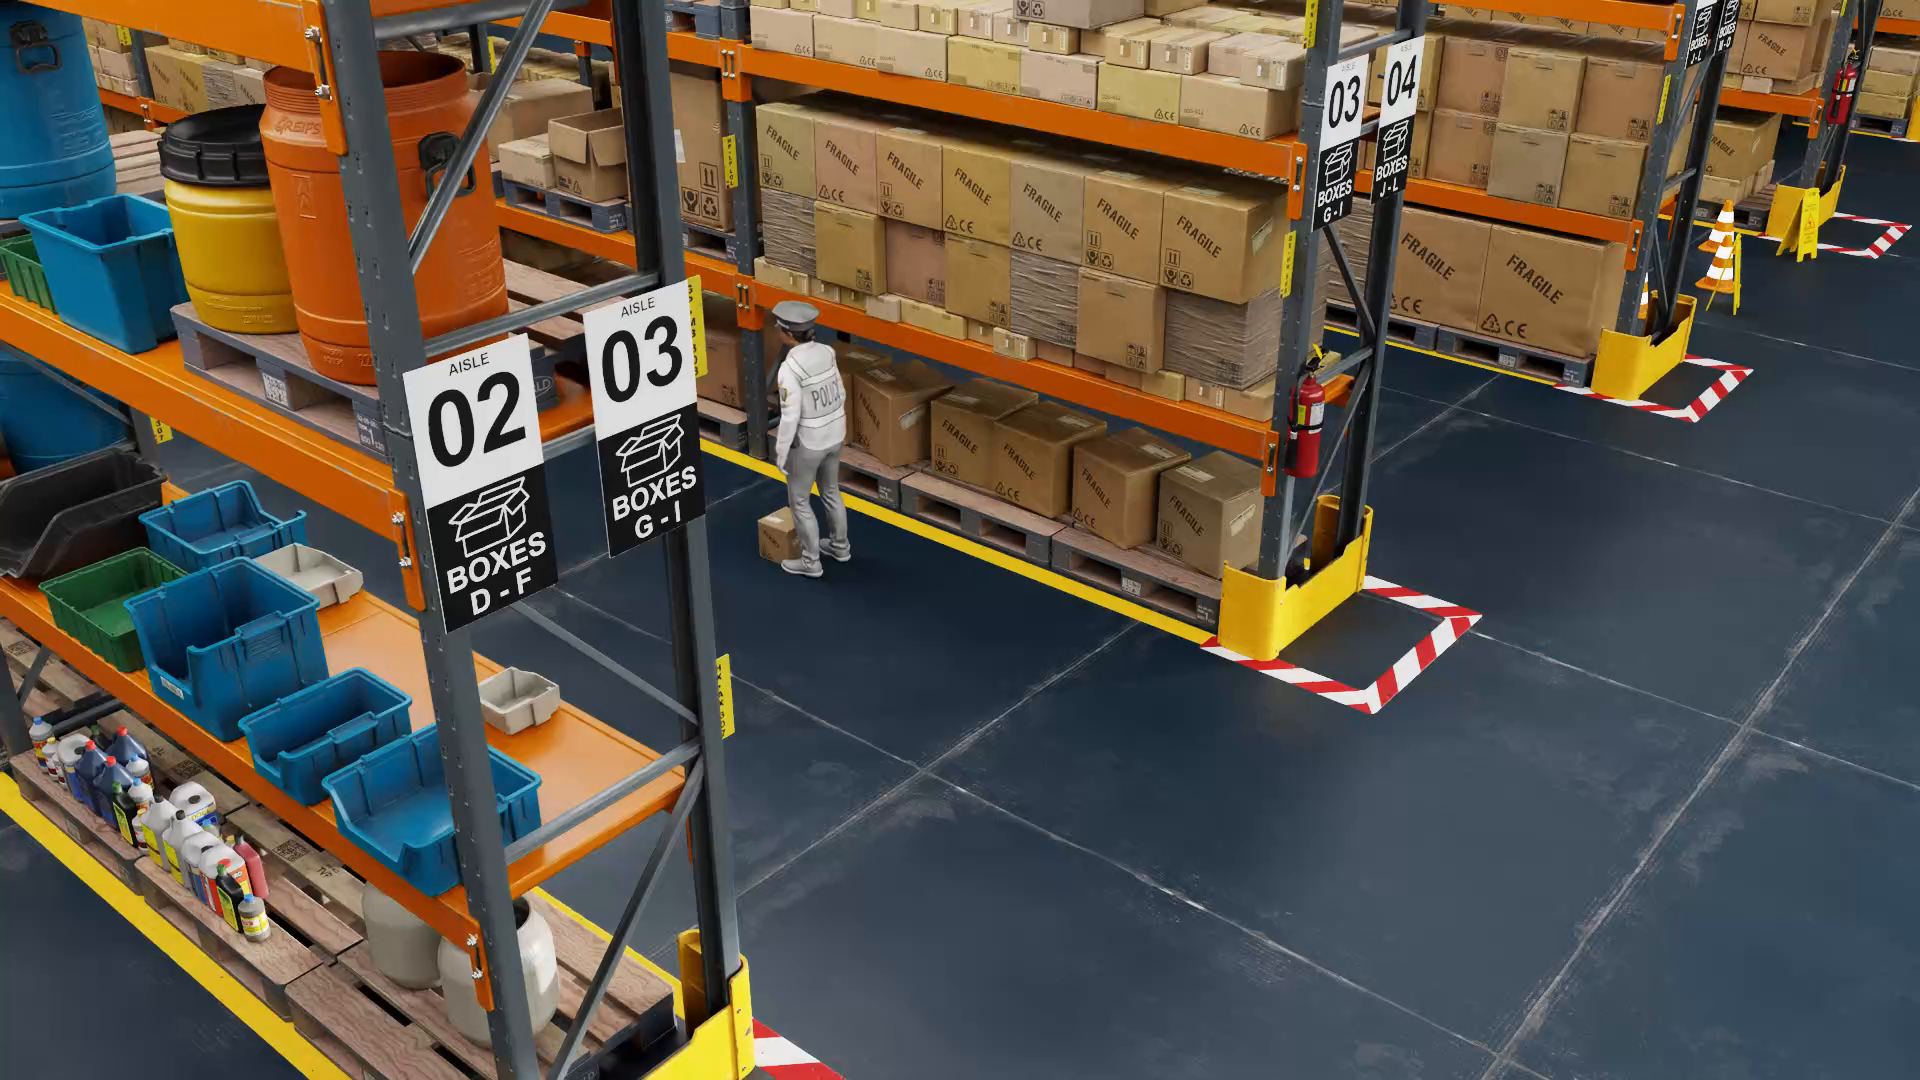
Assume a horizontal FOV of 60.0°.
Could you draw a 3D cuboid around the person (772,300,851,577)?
[{"bbox_3d":[-0.871,-0.575,9.715,0.371,1.666,0.547,19,33,32],"label":"person"}]
